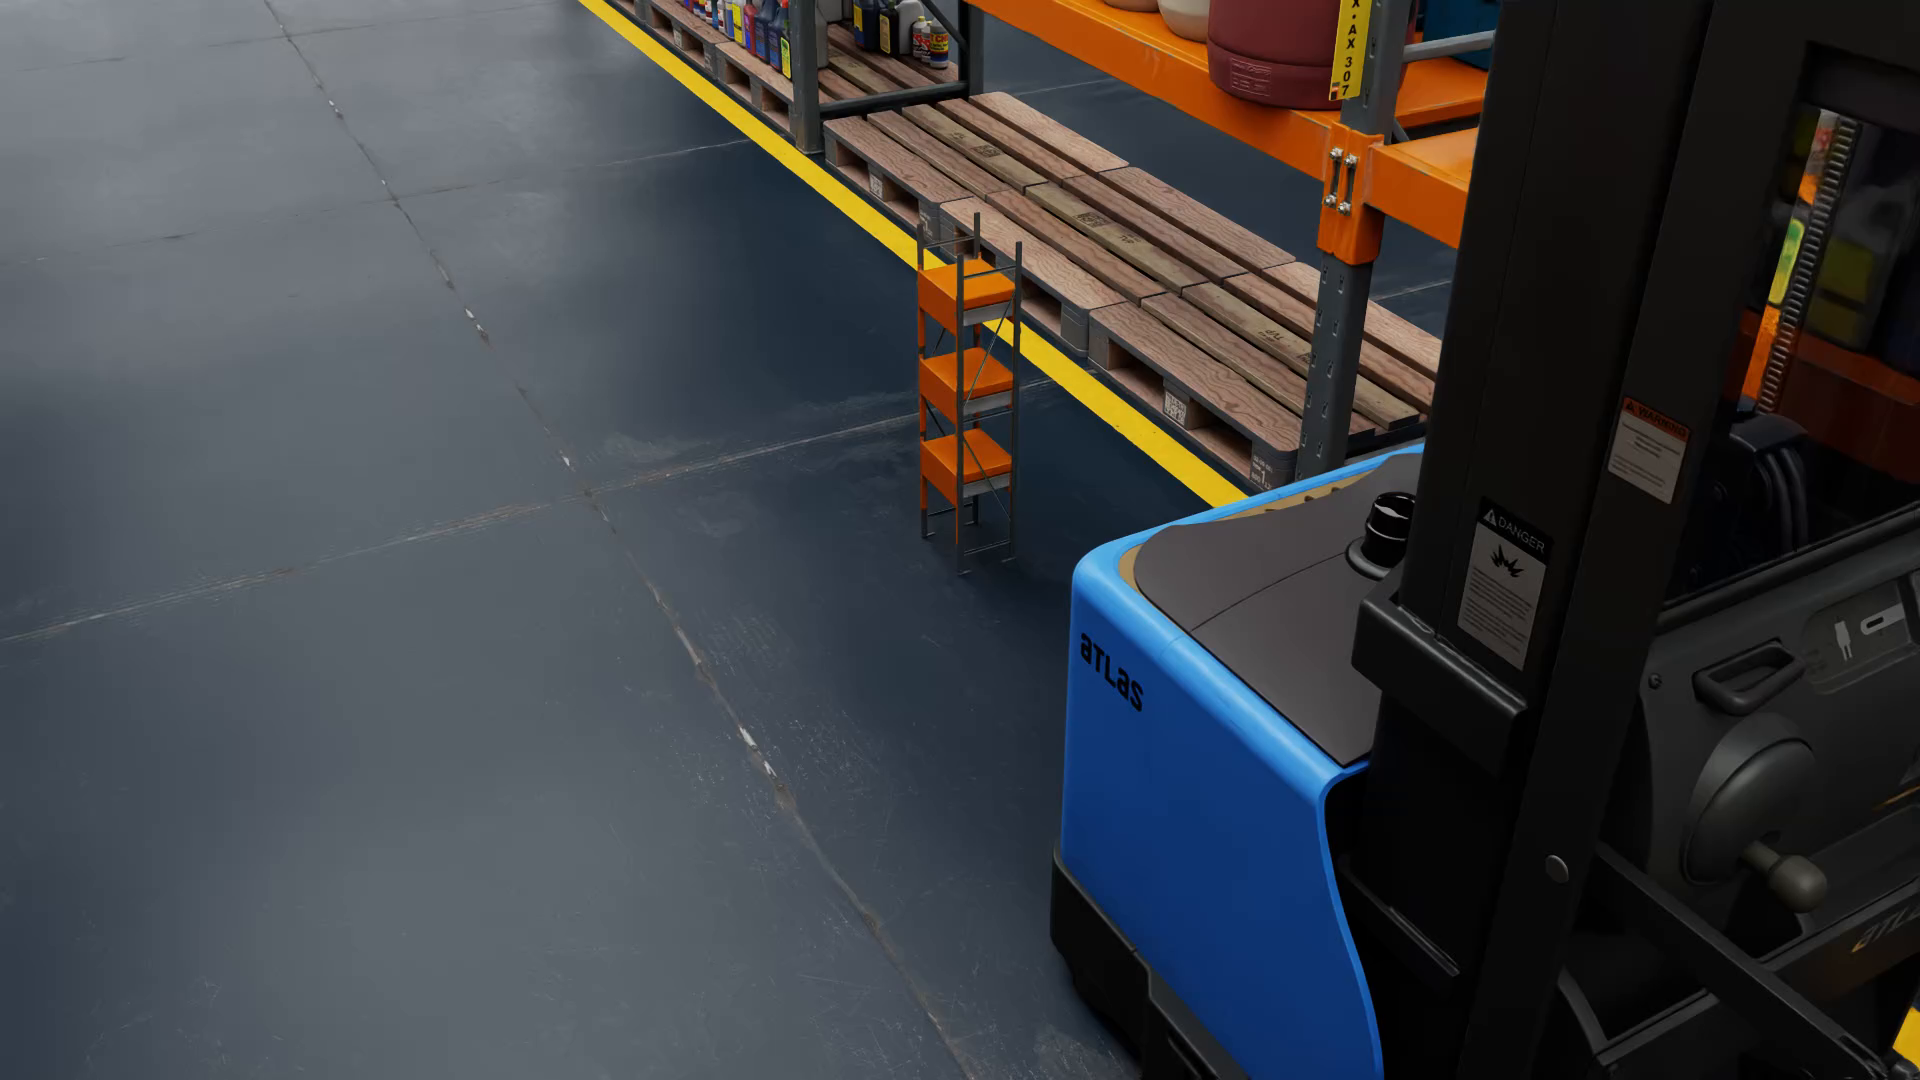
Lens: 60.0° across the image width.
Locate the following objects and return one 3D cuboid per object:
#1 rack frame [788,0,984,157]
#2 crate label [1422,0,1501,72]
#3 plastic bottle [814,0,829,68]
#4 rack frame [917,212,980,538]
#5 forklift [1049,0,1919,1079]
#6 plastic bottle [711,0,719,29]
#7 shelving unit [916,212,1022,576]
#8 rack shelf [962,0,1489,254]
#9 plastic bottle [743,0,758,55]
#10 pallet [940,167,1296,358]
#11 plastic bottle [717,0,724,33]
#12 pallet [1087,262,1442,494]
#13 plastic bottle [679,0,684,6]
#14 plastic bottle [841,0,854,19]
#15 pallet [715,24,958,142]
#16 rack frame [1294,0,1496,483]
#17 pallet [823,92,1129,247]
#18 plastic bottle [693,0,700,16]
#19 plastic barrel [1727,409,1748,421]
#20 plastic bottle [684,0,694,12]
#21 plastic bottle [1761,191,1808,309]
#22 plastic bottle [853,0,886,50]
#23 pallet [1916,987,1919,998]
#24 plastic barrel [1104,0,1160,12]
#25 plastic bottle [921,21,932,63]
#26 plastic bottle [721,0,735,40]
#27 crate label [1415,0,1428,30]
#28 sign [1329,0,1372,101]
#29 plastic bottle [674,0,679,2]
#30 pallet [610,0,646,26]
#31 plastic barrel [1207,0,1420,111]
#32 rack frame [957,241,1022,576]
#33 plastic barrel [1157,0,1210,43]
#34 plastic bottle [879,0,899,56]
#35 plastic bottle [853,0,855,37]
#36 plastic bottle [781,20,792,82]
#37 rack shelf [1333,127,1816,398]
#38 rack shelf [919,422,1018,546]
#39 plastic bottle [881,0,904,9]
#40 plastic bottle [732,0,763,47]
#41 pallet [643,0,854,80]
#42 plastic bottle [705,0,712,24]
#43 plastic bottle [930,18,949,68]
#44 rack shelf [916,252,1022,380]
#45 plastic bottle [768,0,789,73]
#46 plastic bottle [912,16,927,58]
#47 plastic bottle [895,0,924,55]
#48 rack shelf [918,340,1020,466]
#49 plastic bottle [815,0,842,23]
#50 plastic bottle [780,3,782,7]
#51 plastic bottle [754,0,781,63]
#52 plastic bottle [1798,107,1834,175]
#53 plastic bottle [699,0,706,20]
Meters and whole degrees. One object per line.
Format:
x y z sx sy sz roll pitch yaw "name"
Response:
-0.348 -3.308 7.633 1.000 3.000 0.127 -16 36 -23 "rack frame"
1.652 -1.624 5.159 0.303 0.233 0.416 -16 36 -23 "crate label"
-0.775 -2.649 8.652 0.144 0.351 0.185 -16 36 -23 "plastic bottle"
-0.032 -0.475 5.018 0.200 1.050 0.008 -16 36 -23 "rack frame"
1.363 0.258 2.130 1.130 2.935 3.031 -17 36 -24 "forklift"
-1.342 -3.002 9.276 0.097 0.271 0.097 0 33 0 "plastic bottle"
0.025 -0.417 4.927 0.215 1.050 0.252 -16 36 -23 "shelving unit"
0.585 -2.050 6.337 1.077 0.370 4.000 -16 36 -23 "rack shelf"
-1.105 -2.743 8.861 0.061 0.283 0.133 -13 35 -20 "plastic bottle"
0.626 -1.186 6.905 1.003 0.211 1.213 -16 36 -23 "pallet"
-1.295 -2.923 9.219 0.097 0.201 0.097 0 33 0 "plastic bottle"
1.190 -0.604 5.997 1.003 0.211 1.213 -16 36 -23 "pallet"
-1.595 -3.231 9.698 0.097 0.201 0.097 0 33 0 "plastic bottle"
-0.643 -3.160 9.450 0.144 0.351 0.185 -16 36 -23 "plastic bottle"
-0.624 -2.465 8.901 1.003 0.211 1.213 -16 36 -23 "pallet"
1.517 -1.399 4.653 1.000 3.000 0.127 -16 36 -23 "rack frame"
0.053 -1.769 7.815 1.003 0.211 1.213 -16 36 -23 "pallet"
-1.483 -3.146 9.501 0.097 0.271 0.097 0 33 0 "plastic bottle"
2.103 -0.052 4.468 0.421 0.512 0.421 0 33 0 "plastic barrel"
-1.554 -3.202 9.577 0.061 0.283 0.133 -15 36 -22 "plastic bottle"
1.779 -0.656 3.601 0.061 0.283 0.133 -16 36 -23 "plastic bottle"
-0.484 -2.831 8.936 0.144 0.351 0.185 -16 36 -23 "plastic bottle"
2.487 0.722 3.927 1.003 0.211 1.213 -16 36 -23 "pallet"
0.652 -2.084 5.619 0.421 0.512 0.421 0 33 0 "plastic barrel"
-0.156 -2.626 8.754 0.097 0.201 0.097 0 33 0 "plastic bottle"
-1.215 -2.905 9.121 0.152 0.276 0.135 -15 36 -22 "plastic bottle"
1.293 -1.956 5.490 0.502 0.435 0.616 -16 36 -23 "crate label"
1.034 -1.326 4.388 0.100 0.325 0.005 -16 36 -23 "sign"
-1.643 -3.310 9.757 0.097 0.271 0.097 0 33 0 "plastic bottle"
-1.762 -3.629 10.719 1.003 0.211 1.213 -16 36 -23 "pallet"
1.033 -1.601 4.843 0.600 0.536 0.708 -16 36 -23 "plastic barrel"
0.082 -0.358 4.836 0.200 1.050 0.008 -16 36 -23 "rack frame"
0.849 -1.883 5.305 0.421 0.512 0.421 0 33 0 "plastic barrel"
-0.377 -2.732 8.844 0.061 0.283 0.133 -16 36 -23 "plastic bottle"
-0.531 -2.873 9.075 0.097 0.271 0.097 0 33 0 "plastic bottle"
-0.864 -2.496 8.475 0.061 0.283 0.133 -14 35 -21 "plastic bottle"
2.450 -0.142 3.357 1.077 0.370 4.000 -16 36 -23 "rack shelf"
0.025 -0.174 5.083 0.215 0.259 0.240 -16 36 -23 "rack shelf"
-0.357 -2.867 8.993 0.144 0.351 0.185 -15 36 -22 "plastic bottle"
-1.143 -2.858 8.979 0.144 0.351 0.185 -16 36 -23 "plastic bottle"
-1.197 -3.048 9.811 1.003 0.211 1.213 -16 36 -23 "pallet"
-1.390 -3.022 9.372 0.097 0.201 0.097 0 33 0 "plastic bottle"
-0.108 -2.607 8.659 0.097 0.271 0.097 0 33 0 "plastic bottle"
0.025 -0.647 4.780 0.215 0.259 0.240 -16 36 -23 "rack shelf"
-0.903 -2.613 8.595 0.144 0.351 0.185 -17 36 -24 "plastic bottle"
-0.203 -2.674 8.830 0.097 0.201 0.097 0 33 0 "plastic bottle"
-0.283 -2.756 8.888 0.152 0.276 0.135 -15 35 -21 "plastic bottle"
0.025 -0.408 4.933 0.215 0.259 0.240 -16 36 -23 "rack shelf"
-0.762 -3.080 9.393 0.152 0.276 0.135 -16 36 -23 "plastic bottle"
-0.873 -2.722 8.835 0.152 0.276 0.135 -16 36 -23 "plastic bottle"
-0.992 -2.704 8.738 0.144 0.351 0.185 -18 37 -25 "plastic bottle"
2.229 -1.060 4.308 0.097 0.201 0.097 0 33 0 "plastic bottle"
-1.437 -3.098 9.427 0.097 0.271 0.097 0 33 0 "plastic bottle"
